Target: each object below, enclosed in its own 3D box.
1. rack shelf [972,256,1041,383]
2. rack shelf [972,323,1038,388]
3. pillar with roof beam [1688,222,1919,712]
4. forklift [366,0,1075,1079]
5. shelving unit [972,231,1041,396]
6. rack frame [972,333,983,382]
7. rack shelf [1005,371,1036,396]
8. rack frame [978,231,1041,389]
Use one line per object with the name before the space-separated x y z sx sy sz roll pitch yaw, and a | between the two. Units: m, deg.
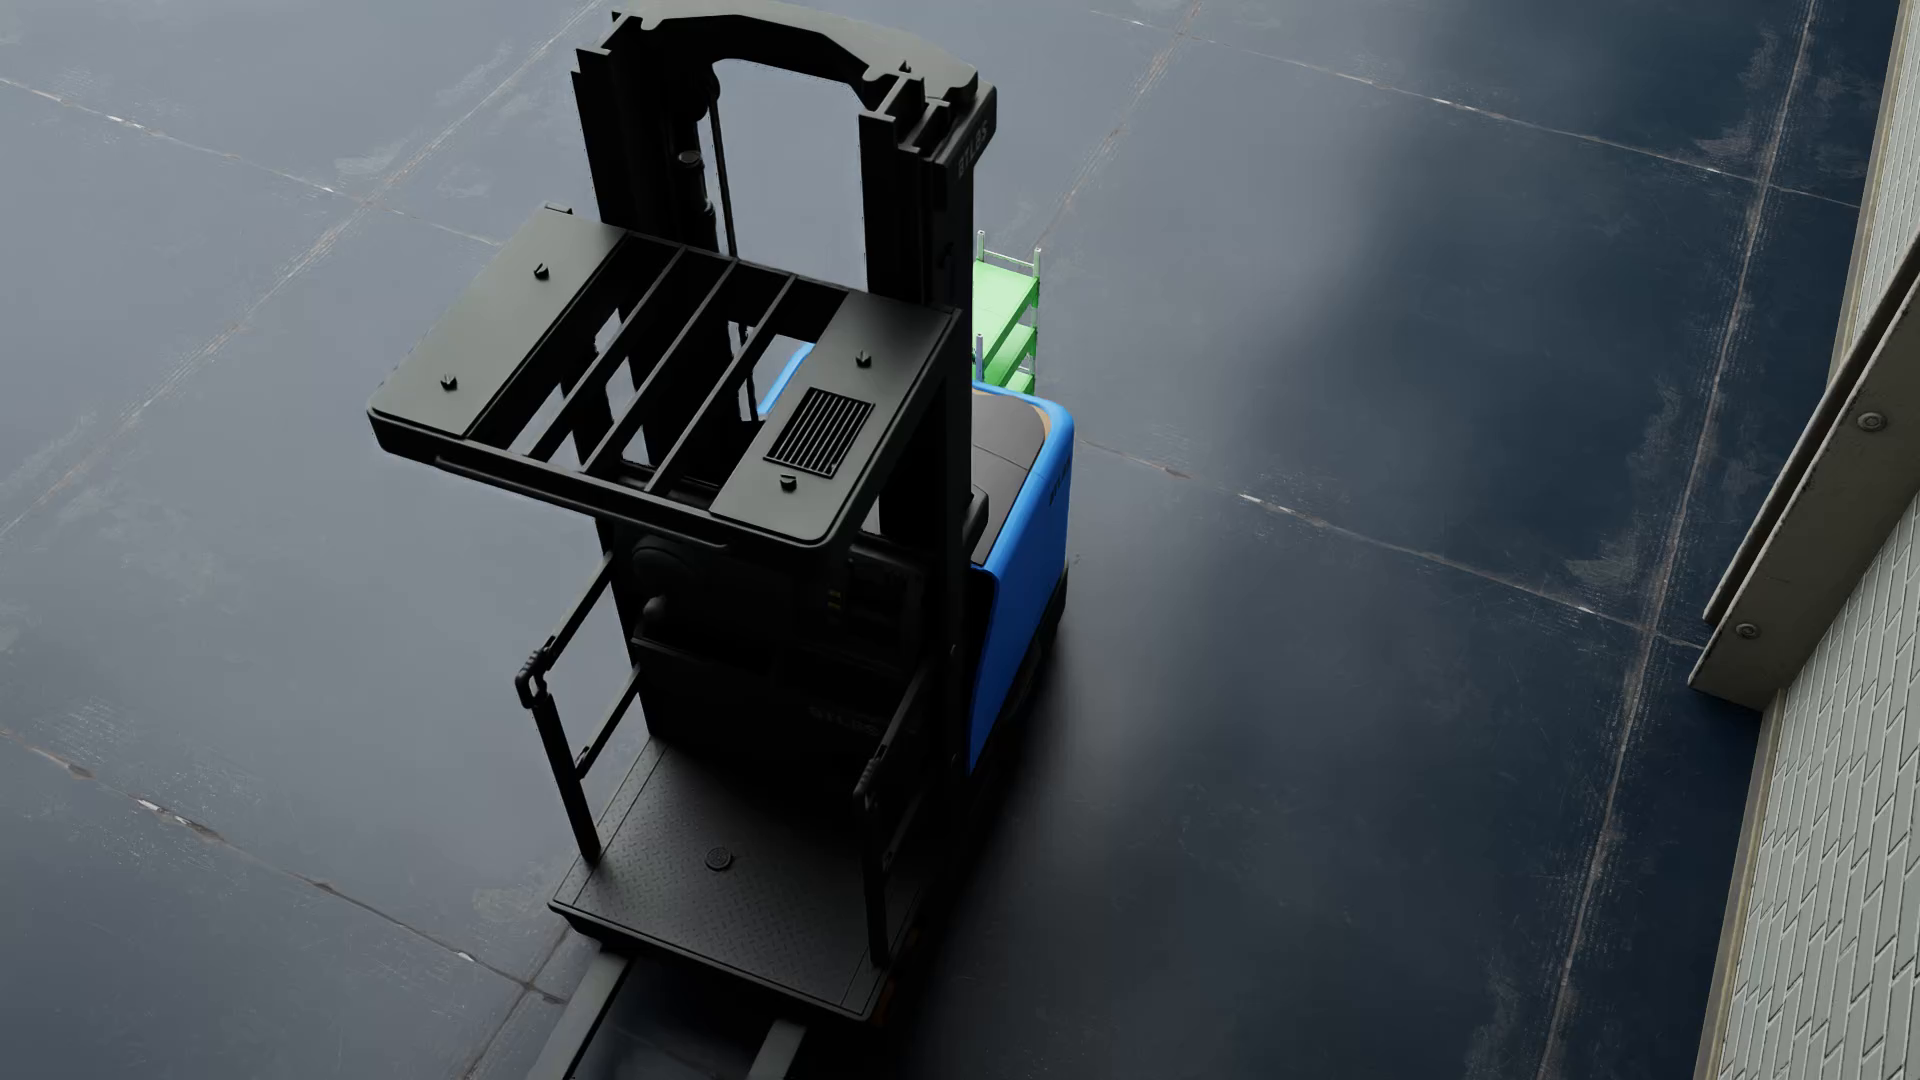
rack shelf | 0.071 -0.772 5.888 0.258 0.148 0.480 20 52 16
rack shelf | 0.071 -0.617 6.071 0.258 0.148 0.480 20 52 16
pillar with roof beam | -0.996 -3.868 3.948 9.100 9.000 0.400 20 52 16
forklift | -0.609 0.216 4.457 1.130 2.935 3.031 16 52 14
shelving unit | 0.071 -0.503 6.205 0.258 1.200 0.503 20 52 16
rack frame | -0.034 -0.335 6.062 0.240 1.200 0.015 20 52 16
rack shelf | 0.071 -0.461 6.254 0.258 0.148 0.480 20 52 16
rack frame | 0.175 -0.671 6.348 0.240 1.200 0.015 20 52 16
